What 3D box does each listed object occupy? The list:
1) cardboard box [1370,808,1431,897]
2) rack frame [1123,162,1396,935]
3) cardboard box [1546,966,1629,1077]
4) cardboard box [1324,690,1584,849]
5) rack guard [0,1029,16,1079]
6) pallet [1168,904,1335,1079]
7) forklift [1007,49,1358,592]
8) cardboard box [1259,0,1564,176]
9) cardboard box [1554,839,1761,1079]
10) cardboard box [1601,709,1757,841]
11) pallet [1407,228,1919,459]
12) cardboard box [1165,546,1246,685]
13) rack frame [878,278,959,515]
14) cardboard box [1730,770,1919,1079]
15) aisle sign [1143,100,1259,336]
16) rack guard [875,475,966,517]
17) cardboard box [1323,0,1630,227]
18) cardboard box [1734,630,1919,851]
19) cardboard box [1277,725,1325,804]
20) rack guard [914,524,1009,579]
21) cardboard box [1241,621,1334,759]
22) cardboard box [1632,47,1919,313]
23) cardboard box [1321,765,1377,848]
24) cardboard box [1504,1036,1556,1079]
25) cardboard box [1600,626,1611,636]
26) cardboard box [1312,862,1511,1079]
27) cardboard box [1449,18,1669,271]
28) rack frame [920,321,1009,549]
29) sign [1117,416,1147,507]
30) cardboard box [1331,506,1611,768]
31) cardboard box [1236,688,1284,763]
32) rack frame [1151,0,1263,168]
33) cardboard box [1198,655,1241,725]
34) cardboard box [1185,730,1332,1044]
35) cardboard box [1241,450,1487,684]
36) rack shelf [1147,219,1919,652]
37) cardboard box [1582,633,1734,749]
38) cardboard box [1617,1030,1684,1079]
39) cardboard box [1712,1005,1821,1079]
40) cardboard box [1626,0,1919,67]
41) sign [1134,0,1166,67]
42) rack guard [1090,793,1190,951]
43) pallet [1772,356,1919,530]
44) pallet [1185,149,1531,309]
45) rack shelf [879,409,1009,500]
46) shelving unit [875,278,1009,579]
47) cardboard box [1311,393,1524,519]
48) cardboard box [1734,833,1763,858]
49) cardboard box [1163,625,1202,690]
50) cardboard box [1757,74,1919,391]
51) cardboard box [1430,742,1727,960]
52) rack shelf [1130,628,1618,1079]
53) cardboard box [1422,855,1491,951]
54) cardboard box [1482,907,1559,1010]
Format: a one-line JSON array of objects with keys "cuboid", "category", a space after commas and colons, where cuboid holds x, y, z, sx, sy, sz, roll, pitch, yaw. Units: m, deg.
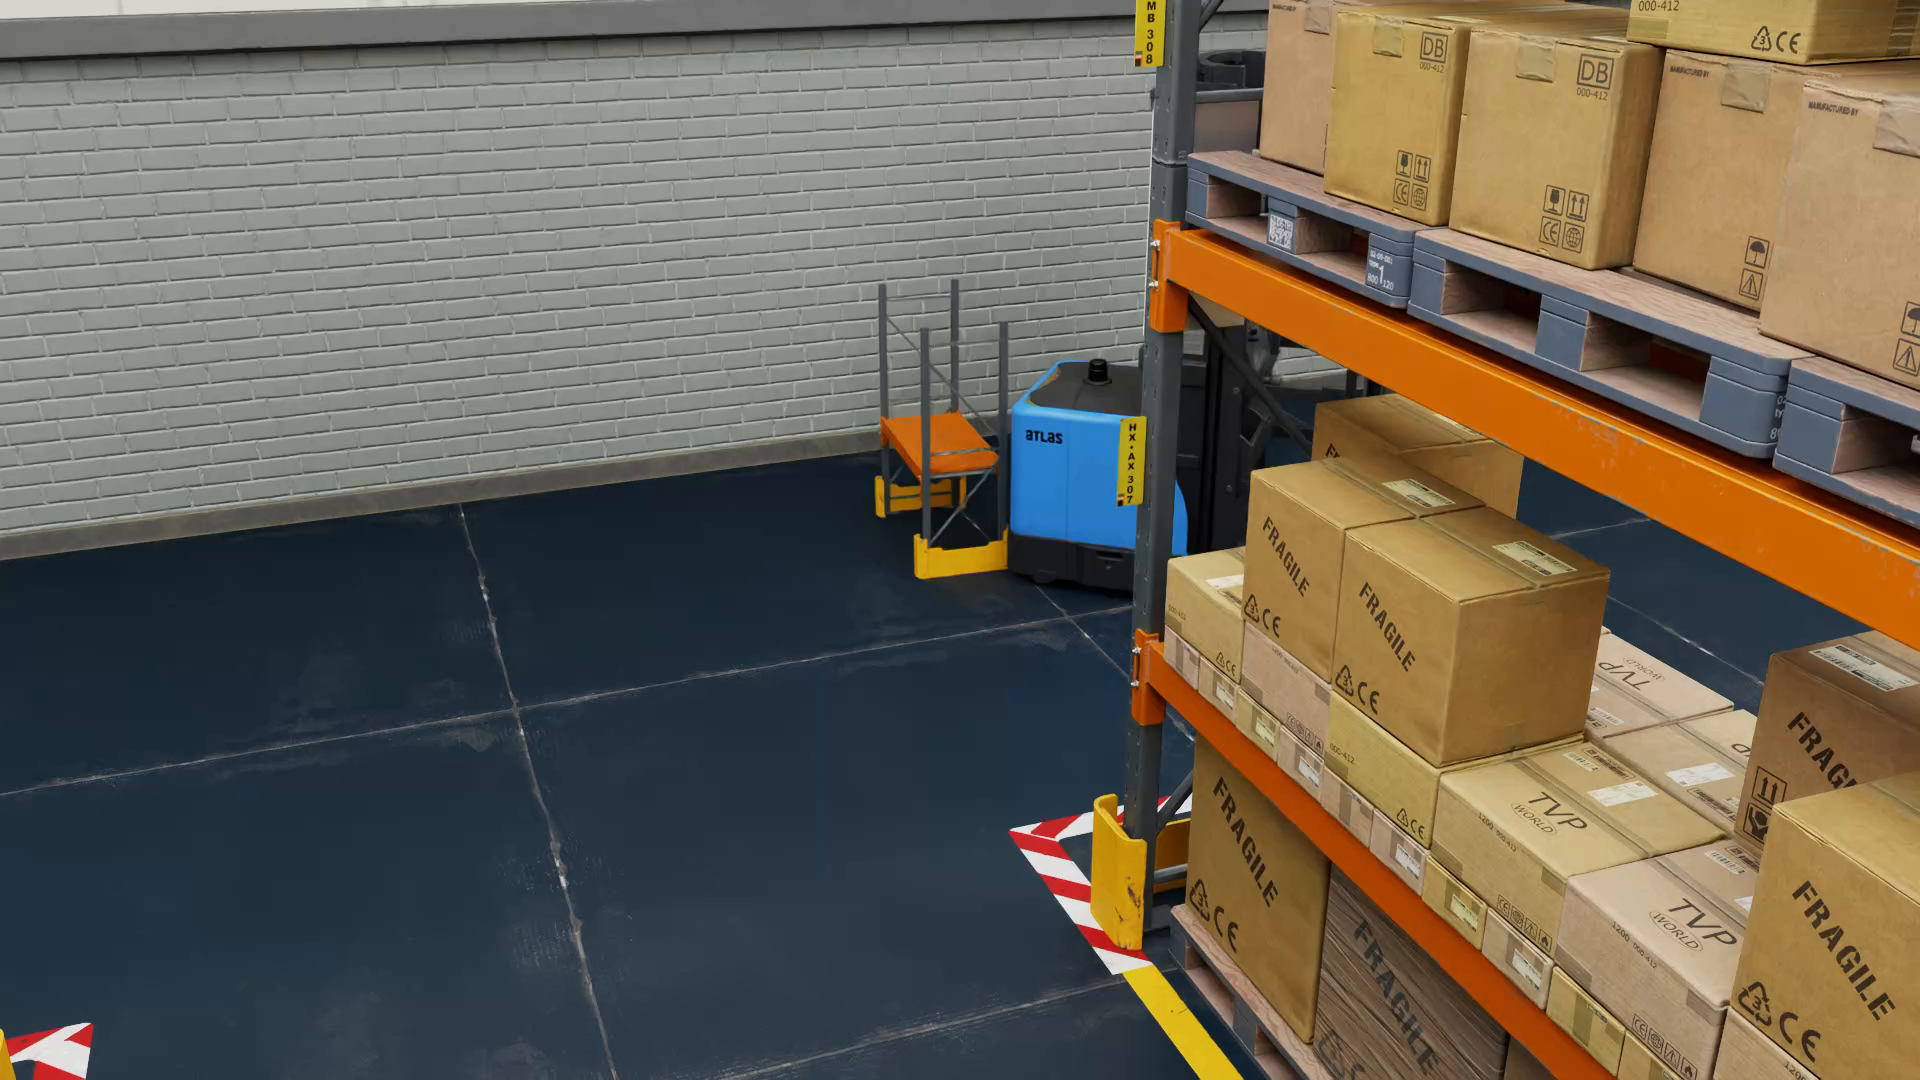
[{"cuboid": [1.395, 0.845, 4.706, 0.380, 0.149, 0.250, -9, 24, -20], "category": "cardboard box"}, {"cuboid": [1.122, 0.089, 6.178, 1.000, 3.000, 0.127, -8, 24, -19], "category": "rack frame"}, {"cuboid": [1.666, 1.125, 4.042, 0.380, 0.149, 0.250, -9, 24, -20], "category": "cardboard box"}, {"cuboid": [1.402, 0.603, 4.767, 0.500, 0.250, 0.500, -9, 25, -21], "category": "cardboard box"}, {"cuboid": [-3.533, 1.913, 5.068, 1.175, 0.500, 0.348, -8, 24, -19], "category": "rack guard"}, {"cuboid": [1.477, 1.653, 6.056, 1.003, 0.211, 1.213, -8, 24, -19], "category": "pallet"}, {"cuboid": [1.849, -1.105, 9.099, 3.031, 2.935, 1.130, 8, 24, 17], "category": "forklift"}, {"cuboid": [1.355, -1.398, 5.044, 0.700, 0.500, 0.500, -10, 25, -22], "category": "cardboard box"}, {"cuboid": [1.767, 0.976, 3.881, 0.500, 0.250, 0.500, -8, 24, -18], "category": "cardboard box"}, {"cuboid": [2.087, 0.718, 4.494, 0.500, 0.250, 0.500, -8, 24, -19], "category": "cardboard box"}, {"cuboid": [1.828, -0.541, 3.923, 1.003, 0.211, 1.213, -8, 24, -19], "category": "pallet"}, {"cuboid": [1.038, 0.232, 5.648, 0.500, 0.250, 0.500, -9, 24, -20], "category": "cardboard box"}, {"cuboid": [-0.251, -0.882, 10.411, 0.500, 1.500, 0.032, -6, 24, -15], "category": "rack frame"}, {"cuboid": [1.949, 0.815, 3.298, 0.500, 0.500, 0.500, -8, 24, -18], "category": "cardboard box"}, {"cuboid": [0.815, -1.094, 5.637, 0.394, 0.787, 0.004, -8, 24, -19], "category": "aisle sign"}, {"cuboid": [-0.251, -0.305, 10.653, 0.587, 0.250, 0.087, -6, 24, -15], "category": "rack guard"}, {"cuboid": [1.441, -1.177, 4.520, 0.700, 0.500, 0.500, -9, 25, -21], "category": "cardboard box"}, {"cuboid": [2.250, 0.551, 3.926, 0.500, 0.500, 0.500, -9, 25, -21], "category": "cardboard box"}, {"cuboid": [1.214, 0.659, 5.147, 0.380, 0.149, 0.250, -9, 24, -20], "category": "cardboard box"}, {"cuboid": [0.021, 0.067, 9.770, 0.587, 0.250, 0.087, -6, 24, -15], "category": "rack guard"}, {"cuboid": [1.228, 0.420, 5.202, 0.500, 0.250, 0.500, -9, 24, -20], "category": "cardboard box"}, {"cuboid": [1.964, -0.808, 3.644, 0.700, 0.500, 0.500, -7, 24, -17], "category": "cardboard box"}, {"cuboid": [1.303, 0.752, 4.928, 0.380, 0.149, 0.250, -9, 24, -20], "category": "cardboard box"}, {"cuboid": [2.058, 1.750, 4.432, 0.875, 0.875, 0.875, -8, 24, -19], "category": "cardboard box"}, {"cuboid": [1.720, 0.345, 5.380, 0.500, 0.250, 0.500, -9, 24, -20], "category": "cardboard box"}, {"cuboid": [1.744, 1.426, 5.199, 0.875, 0.875, 0.875, -8, 24, -19], "category": "cardboard box"}, {"cuboid": [1.669, -0.996, 4.090, 0.700, 0.500, 0.500, -10, 25, -23], "category": "cardboard box"}, {"cuboid": [0.026, -0.502, 9.510, 0.500, 1.500, 0.032, -6, 24, -15], "category": "rack frame"}, {"cuboid": [0.600, -0.273, 5.819, 0.100, 0.325, 0.005, -8, 24, -19], "category": "sign"}, {"cuboid": [1.404, 0.256, 4.626, 0.500, 0.500, 0.500, -9, 24, -20], "category": "cardboard box"}, {"cuboid": [1.121, 0.565, 5.372, 0.380, 0.149, 0.250, -9, 24, -20], "category": "cardboard box"}, {"cuboid": [1.122, -2.676, 5.013, 1.000, 3.000, 0.127, -8, 24, -19], "category": "rack frame"}, {"cuboid": [1.030, 0.472, 5.593, 0.380, 0.149, 0.250, -9, 24, -20], "category": "cardboard box"}, {"cuboid": [1.422, 1.096, 5.983, 0.875, 0.875, 0.875, -8, 24, -19], "category": "cardboard box"}, {"cuboid": [1.215, 0.068, 5.071, 0.500, 0.500, 0.500, -9, 24, -20], "category": "cardboard box"}, {"cuboid": [1.828, -0.236, 4.011, 1.077, 0.370, 4.000, -8, 24, -19], "category": "rack shelf"}, {"cuboid": [1.900, 0.530, 4.942, 0.500, 0.250, 0.500, -9, 25, -21], "category": "cardboard box"}, {"cuboid": [1.756, 1.218, 3.822, 0.380, 0.149, 0.250, -8, 24, -18], "category": "cardboard box"}, {"cuboid": [1.948, 1.162, 3.441, 0.500, 0.250, 0.500, -8, 24, -17], "category": "cardboard box"}, {"cuboid": [1.826, -1.190, 3.585, 0.500, 0.250, 0.500, -9, 25, -21], "category": "cardboard box"}, {"cuboid": [0.600, -1.659, 5.235, 0.100, 0.325, 0.005, -8, 24, -19], "category": "sign"}, {"cuboid": [1.113, 1.232, 6.684, 1.175, 0.500, 0.348, -8, 24, -19], "category": "rack guard"}, {"cuboid": [2.255, -0.098, 2.873, 1.003, 0.211, 1.213, -8, 24, -19], "category": "pallet"}, {"cuboid": [1.393, -0.985, 4.976, 1.003, 0.211, 1.213, -8, 24, -19], "category": "pallet"}, {"cuboid": [-0.112, -0.526, 10.030, 0.538, 0.185, 1.000, -6, 24, -15], "category": "rack shelf"}, {"cuboid": [-0.115, -0.695, 9.969, 0.587, 1.500, 1.083, -6, 24, -15], "category": "shelving unit"}, {"cuboid": [1.539, -0.184, 5.669, 0.500, 0.500, 0.500, -8, 24, -18], "category": "cardboard box"}, {"cuboid": [2.254, 0.898, 4.066, 0.500, 0.250, 0.500, -8, 24, -18], "category": "cardboard box"}, {"cuboid": [0.938, 0.379, 5.813, 0.380, 0.149, 0.250, -8, 24, -18], "category": "cardboard box"}, {"cuboid": [2.016, -0.598, 3.147, 0.700, 0.500, 0.500, -7, 24, -16], "category": "cardboard box"}, {"cuboid": [1.592, 0.792, 4.319, 0.500, 0.250, 0.500, -9, 24, -20], "category": "cardboard box"}, {"cuboid": [1.828, 1.147, 4.593, 1.077, 0.370, 4.000, -8, 24, -19], "category": "rack shelf"}, {"cuboid": [1.483, 0.937, 4.488, 0.380, 0.149, 0.250, -9, 24, -20], "category": "cardboard box"}, {"cuboid": [1.577, 1.032, 4.262, 0.380, 0.149, 0.250, -8, 24, -18], "category": "cardboard box"}]
